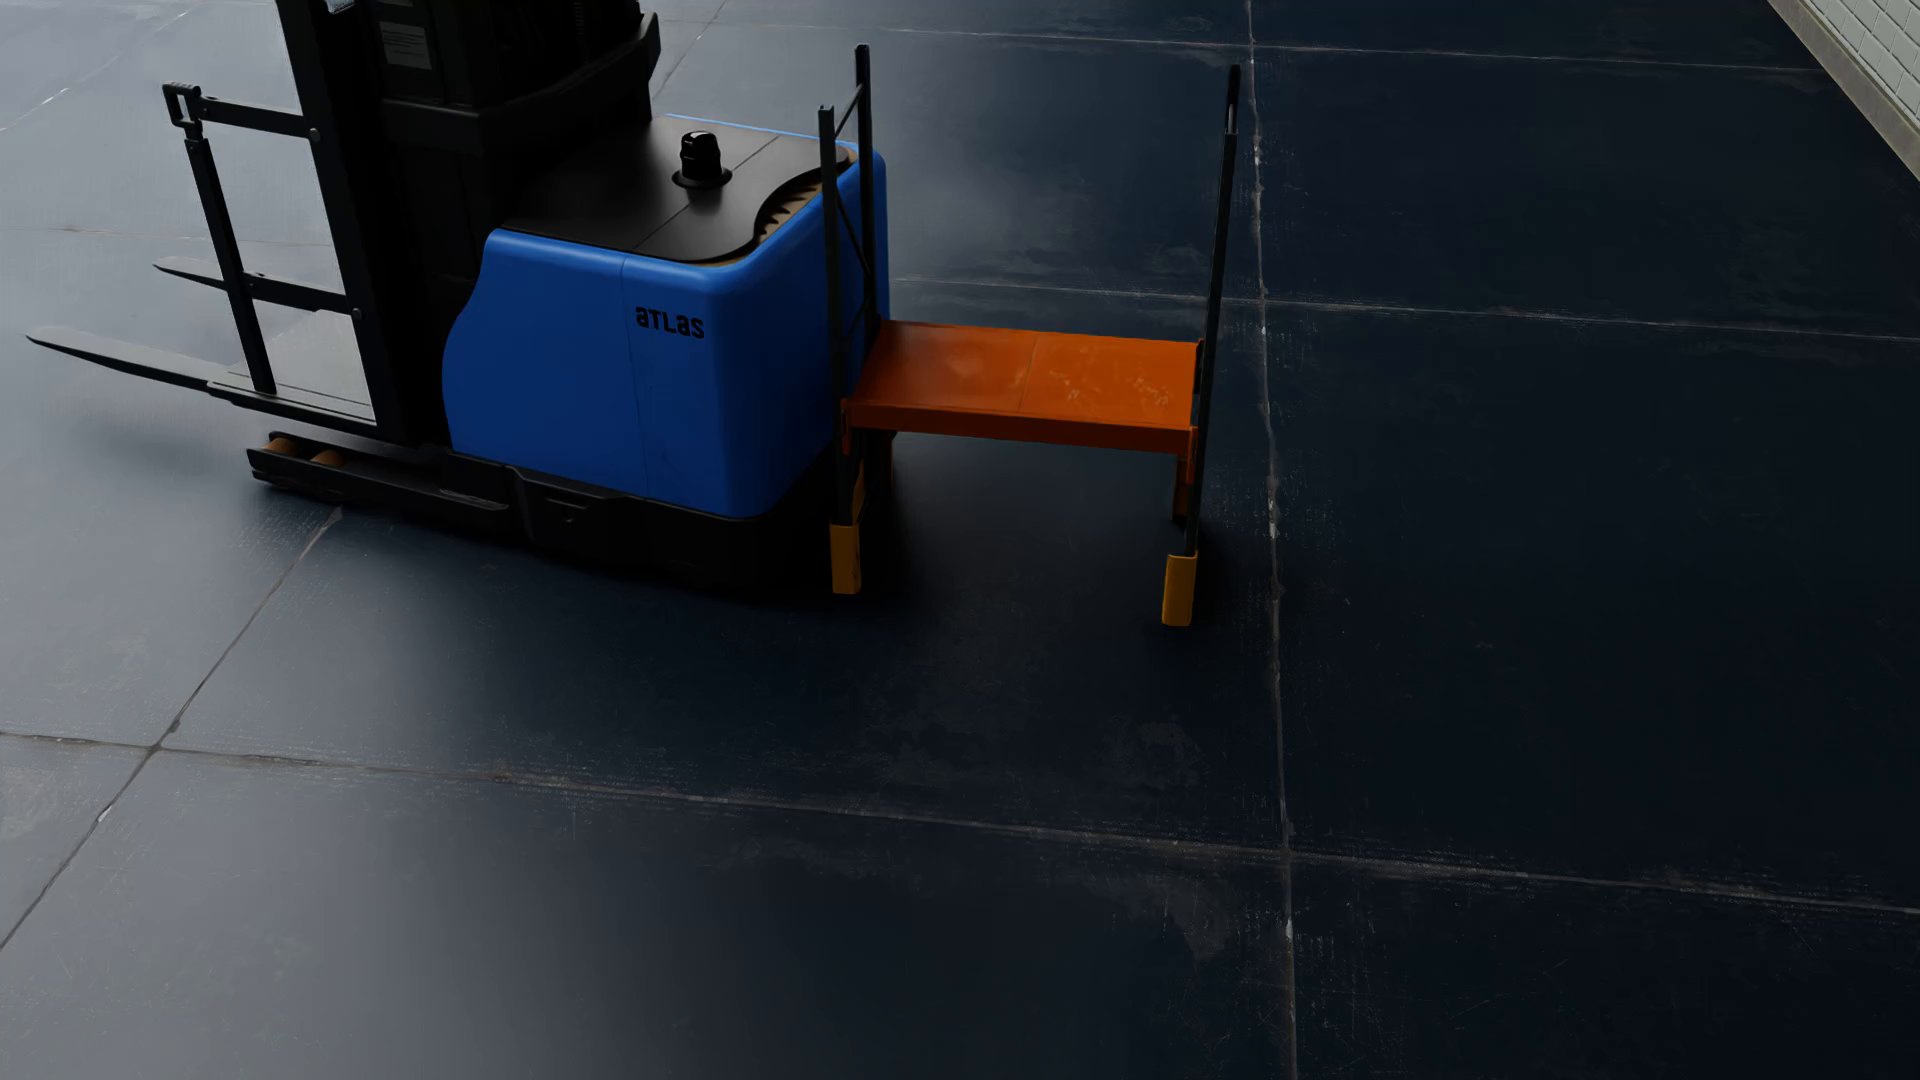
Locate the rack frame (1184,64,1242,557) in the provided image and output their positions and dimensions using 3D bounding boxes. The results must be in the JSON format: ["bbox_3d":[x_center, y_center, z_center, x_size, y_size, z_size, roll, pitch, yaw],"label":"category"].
[{"bbox_3d":[0.700,-0.522,4.690,0.032,1.500,0.500,5,36,7],"label":"rack frame"}]

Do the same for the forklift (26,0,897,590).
[{"bbox_3d":[-1.781,-1.587,4.950,3.031,2.935,1.130,13,38,18],"label":"forklift"}]

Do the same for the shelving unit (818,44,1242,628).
[{"bbox_3d":[0.189,-0.569,4.756,1.083,1.500,0.587,5,36,7],"label":"shelving unit"}]

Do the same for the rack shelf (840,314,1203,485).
[{"bbox_3d":[0.198,-0.421,4.859,1.000,0.185,0.538,5,36,7],"label":"rack shelf"}]

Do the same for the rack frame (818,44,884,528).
[{"bbox_3d":[-0.304,-0.614,4.819,0.032,1.500,0.500,5,36,7],"label":"rack frame"}]

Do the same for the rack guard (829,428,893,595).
[{"bbox_3d":[-0.303,-0.105,5.182,0.087,0.250,0.587,5,36,7],"label":"rack guard"}]

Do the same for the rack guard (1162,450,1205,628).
[{"bbox_3d":[0.681,-0.015,5.055,0.087,0.250,0.587,5,36,7],"label":"rack guard"}]
